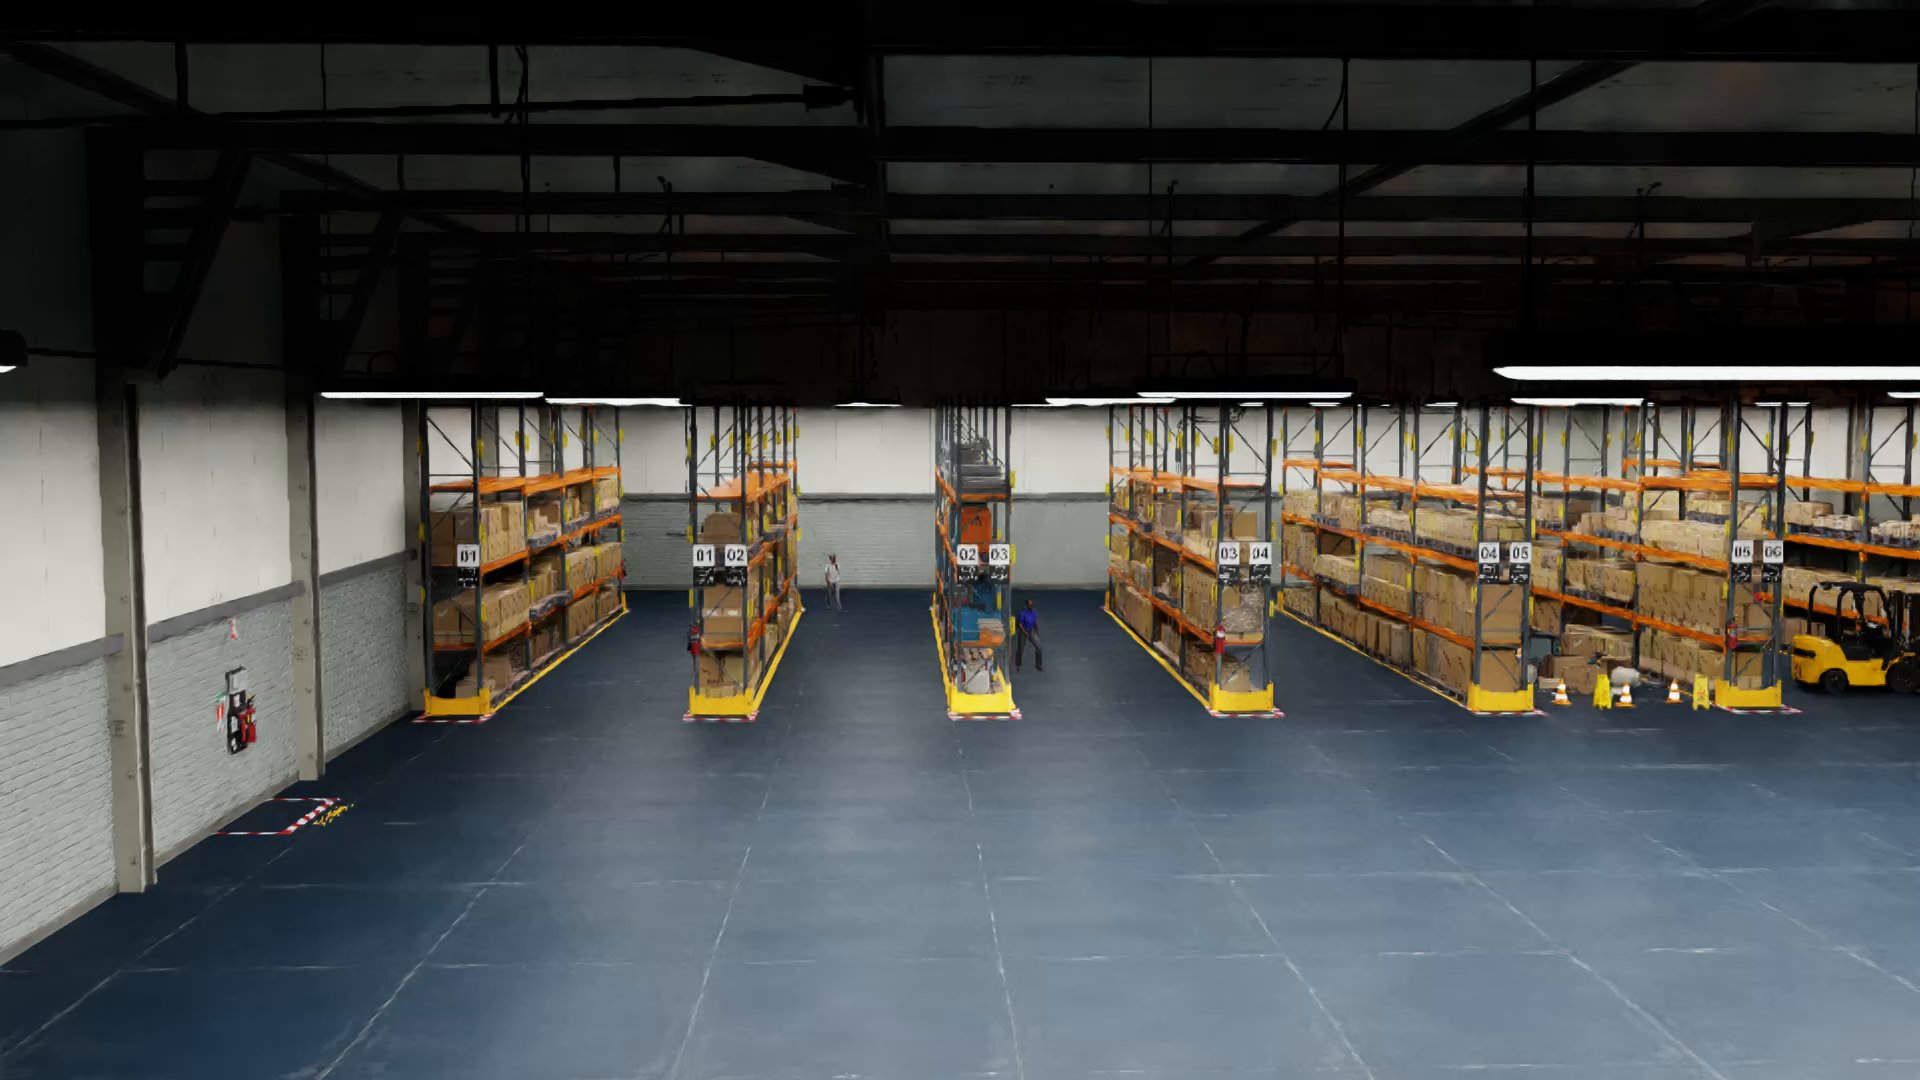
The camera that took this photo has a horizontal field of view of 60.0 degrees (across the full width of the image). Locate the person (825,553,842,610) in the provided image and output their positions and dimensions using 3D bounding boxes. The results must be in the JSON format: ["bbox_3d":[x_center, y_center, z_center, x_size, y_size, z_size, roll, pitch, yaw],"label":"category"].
[{"bbox_3d":[-3.626,1.166,47.416,0.445,1.624,0.996,-1,5,-11],"label":"person"}]

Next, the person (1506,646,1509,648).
[{"bbox_3d":[12.411,1.856,38.340,0.569,1.668,0.559,2,5,27],"label":"person"}]

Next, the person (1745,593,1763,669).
[{"bbox_3d":[16.911,2.018,35.596,0.527,1.783,0.656,2,5,23],"label":"person"}]

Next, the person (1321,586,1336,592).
[{"bbox_3d":[10.852,1.034,48.753,0.490,1.721,0.742,-2,5,-29],"label":"person"}]

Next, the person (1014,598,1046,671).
[{"bbox_3d":[1.490,2.067,36.296,0.580,1.598,0.708,-2,5,-25],"label":"person"}]
